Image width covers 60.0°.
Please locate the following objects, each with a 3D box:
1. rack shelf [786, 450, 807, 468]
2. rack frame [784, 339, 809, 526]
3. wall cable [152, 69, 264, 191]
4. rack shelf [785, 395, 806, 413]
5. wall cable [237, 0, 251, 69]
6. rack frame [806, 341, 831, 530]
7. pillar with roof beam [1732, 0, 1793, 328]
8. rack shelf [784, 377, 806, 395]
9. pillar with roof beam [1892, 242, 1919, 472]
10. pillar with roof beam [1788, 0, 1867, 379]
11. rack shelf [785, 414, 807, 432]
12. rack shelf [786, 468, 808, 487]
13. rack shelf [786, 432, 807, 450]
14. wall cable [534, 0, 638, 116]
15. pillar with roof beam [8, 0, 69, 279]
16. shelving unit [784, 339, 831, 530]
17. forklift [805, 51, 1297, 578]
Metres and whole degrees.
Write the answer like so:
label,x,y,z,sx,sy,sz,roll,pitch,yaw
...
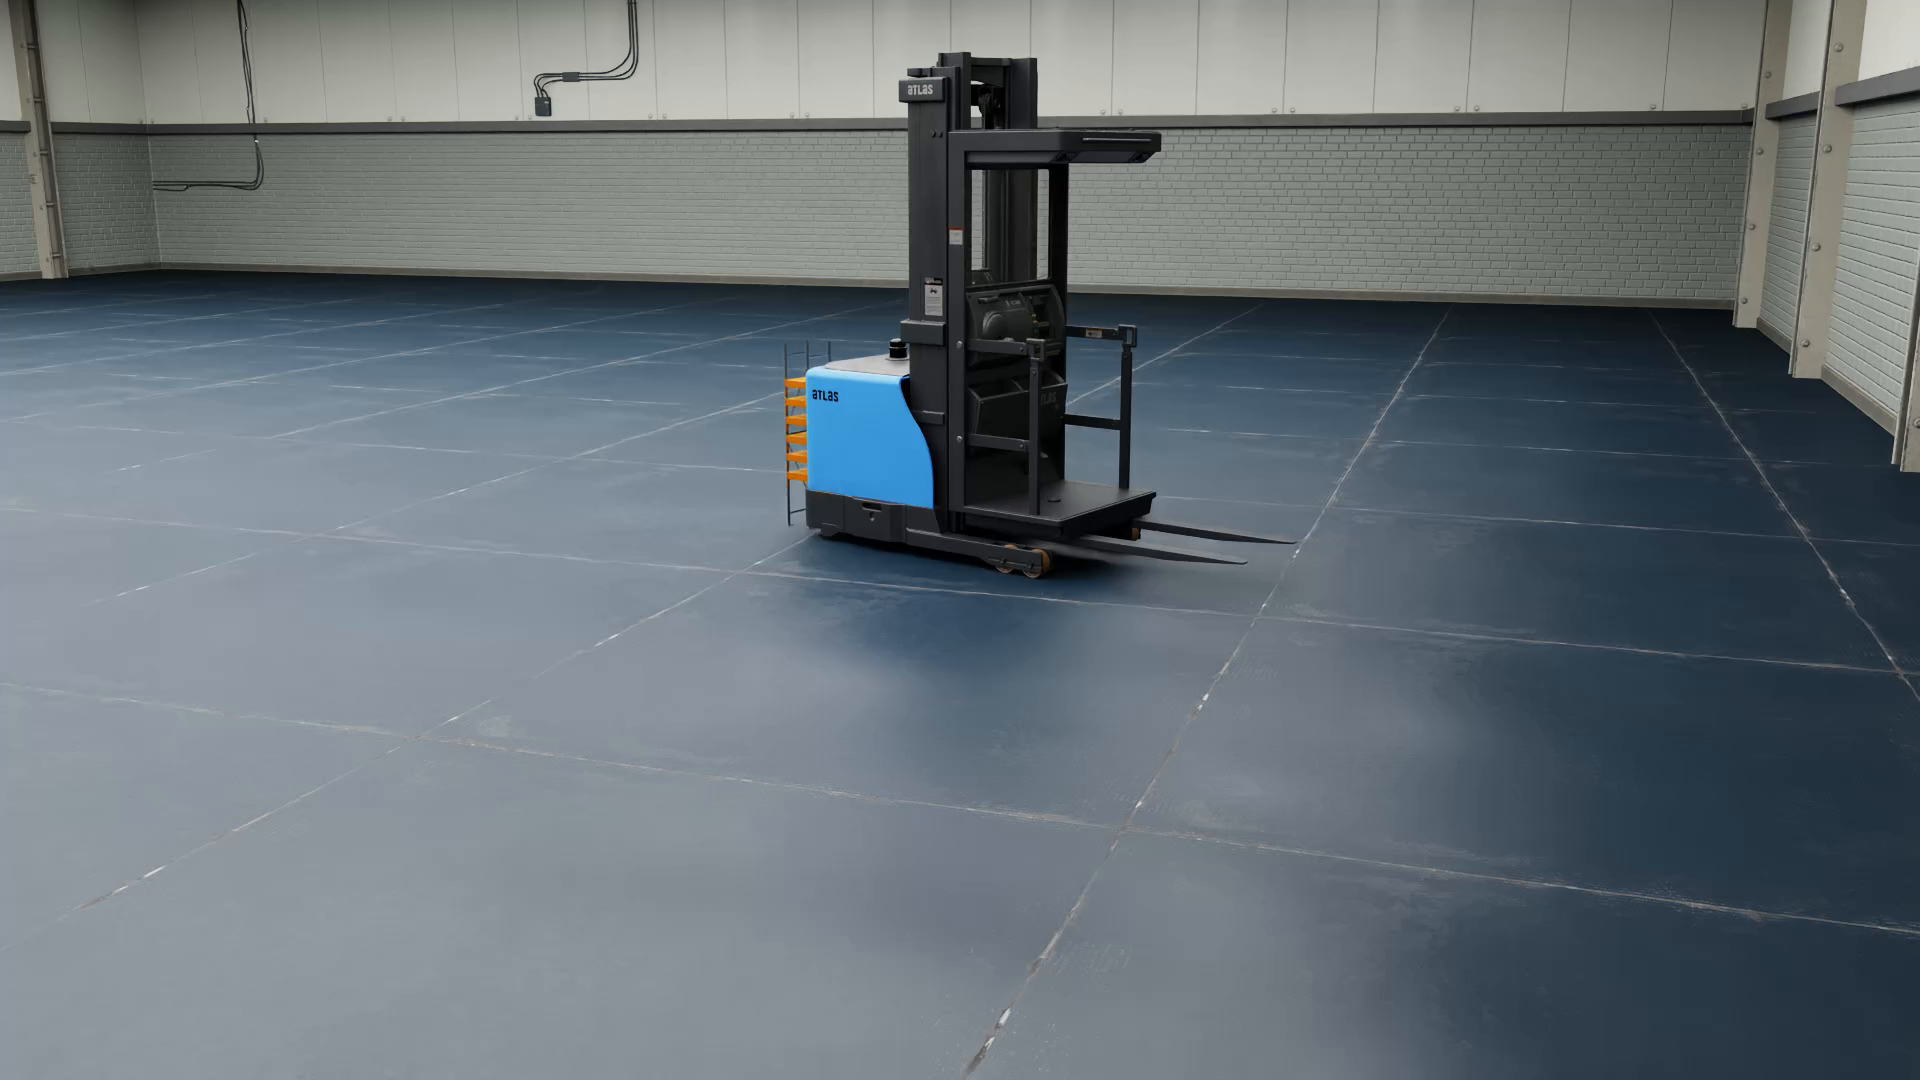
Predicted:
label,x,y,z,sx,sy,sz,roll,pitch,yaw
rack shelf,-0.981,-0.525,10.829,0.180,0.103,0.258,9,15,34
rack frame,-1.056,-0.697,10.844,0.006,1.200,0.240,9,15,34
wall cable,-16.263,-8.751,35.584,3.097,2.526,0.112,4,14,18
rack shelf,-0.980,-0.876,10.750,0.180,0.103,0.258,9,15,34
wall cable,-13.703,-11.018,34.168,3.097,2.526,0.112,4,14,18
rack frame,-0.906,-0.674,10.742,0.006,1.200,0.240,9,15,34
pillar with roof beam,7.265,-7.782,24.359,9.100,9.000,0.400,4,14,18
rack shelf,-0.980,-0.993,10.724,0.180,0.103,0.258,9,15,34
pillar with roof beam,3.383,-5.255,13.289,9.100,9.000,0.400,4,14,18
pillar with roof beam,5.324,-6.518,18.824,9.100,9.000,0.400,4,14,18
rack shelf,-0.981,-0.759,10.777,0.180,0.103,0.258,9,15,34
rack shelf,-0.981,-0.408,10.856,0.180,0.103,0.258,9,15,34
rack shelf,-0.981,-0.642,10.803,0.180,0.103,0.258,9,15,34
wall cable,-7.285,-11.236,31.851,2.305,6.003,0.169,4,14,18
pillar with roof beam,-14.394,-9.430,31.580,9.100,9.000,0.400,4,14,18
shelving unit,-0.981,-0.686,10.793,0.189,1.200,0.258,9,15,34
forklift,0.506,-1.345,9.796,3.031,2.935,1.130,9,16,35
